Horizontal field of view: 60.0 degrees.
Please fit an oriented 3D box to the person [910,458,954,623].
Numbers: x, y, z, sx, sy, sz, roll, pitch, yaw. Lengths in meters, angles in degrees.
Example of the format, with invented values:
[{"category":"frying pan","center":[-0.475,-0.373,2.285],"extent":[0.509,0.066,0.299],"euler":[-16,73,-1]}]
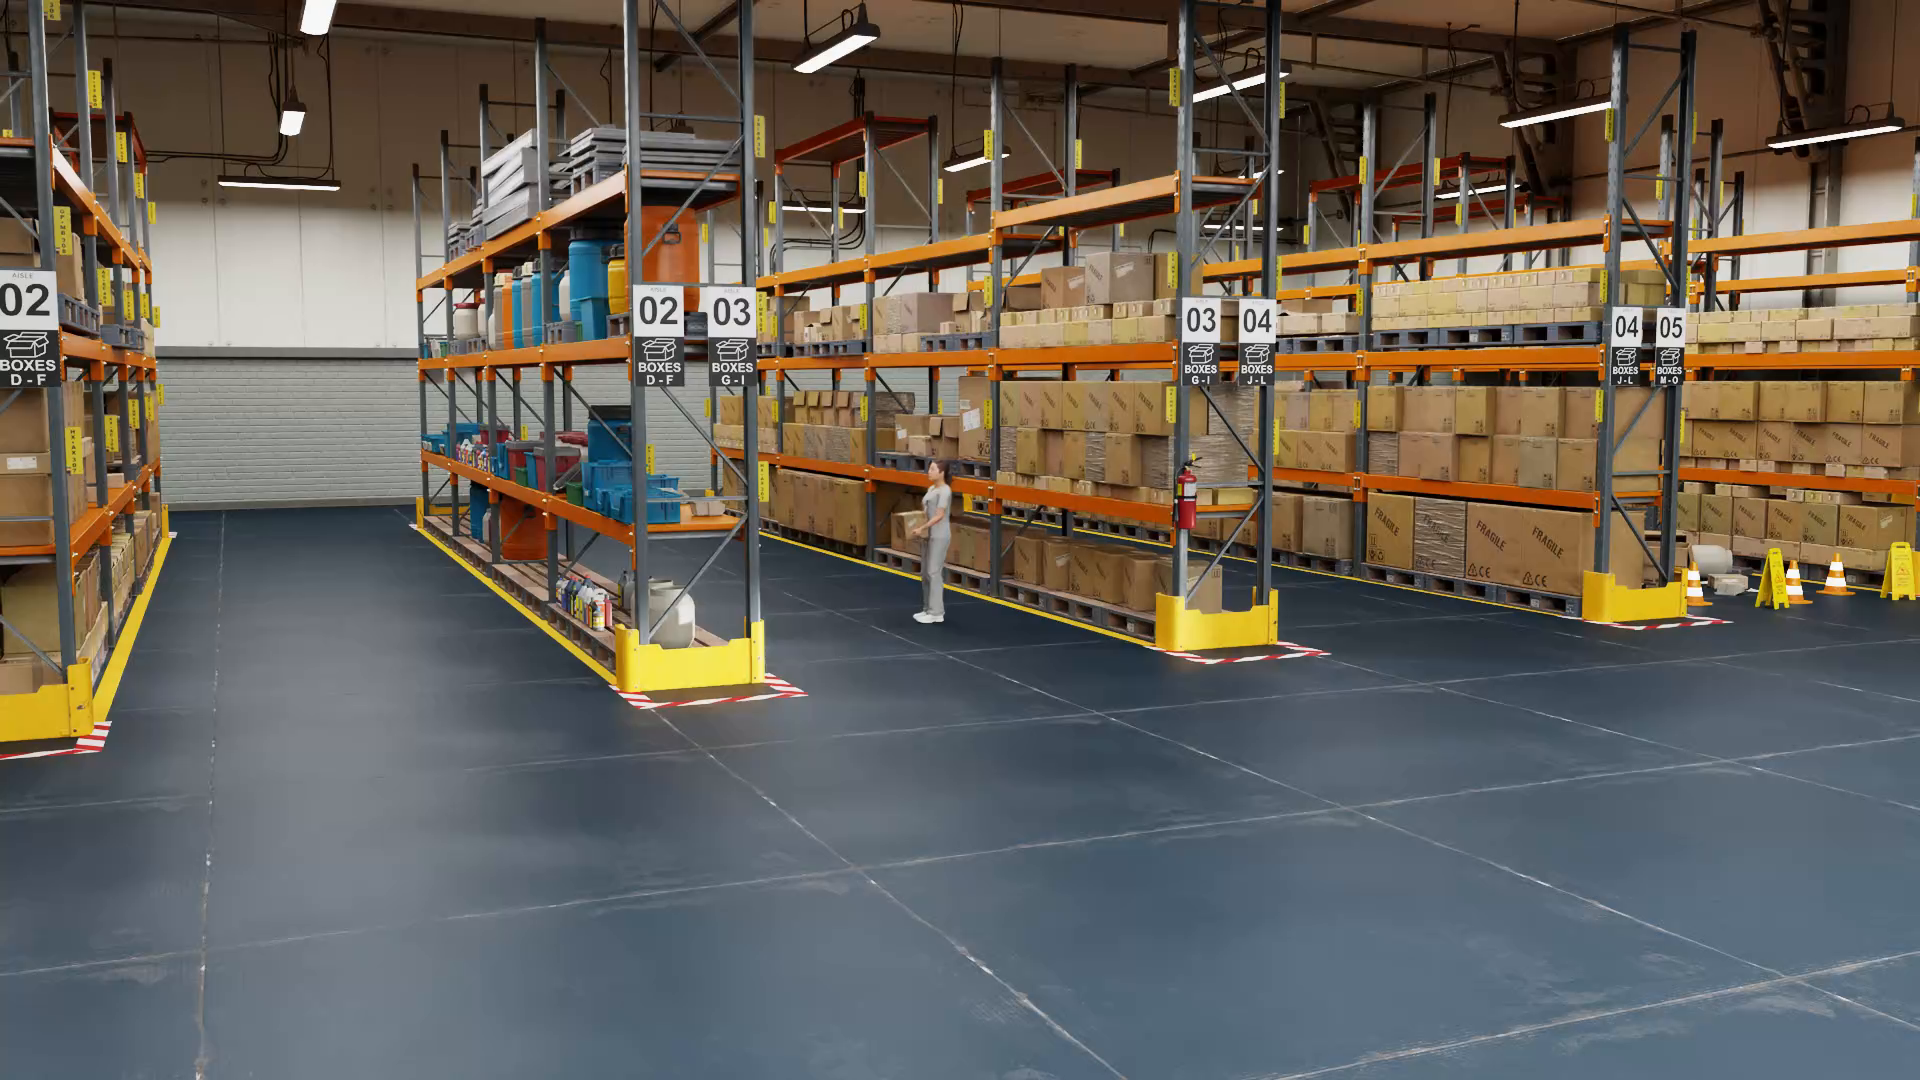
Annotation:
[{"category":"person","center":[-0.311,0.001,16.961],"extent":[0.533,1.671,0.454],"euler":[-2,6,-24]}]
